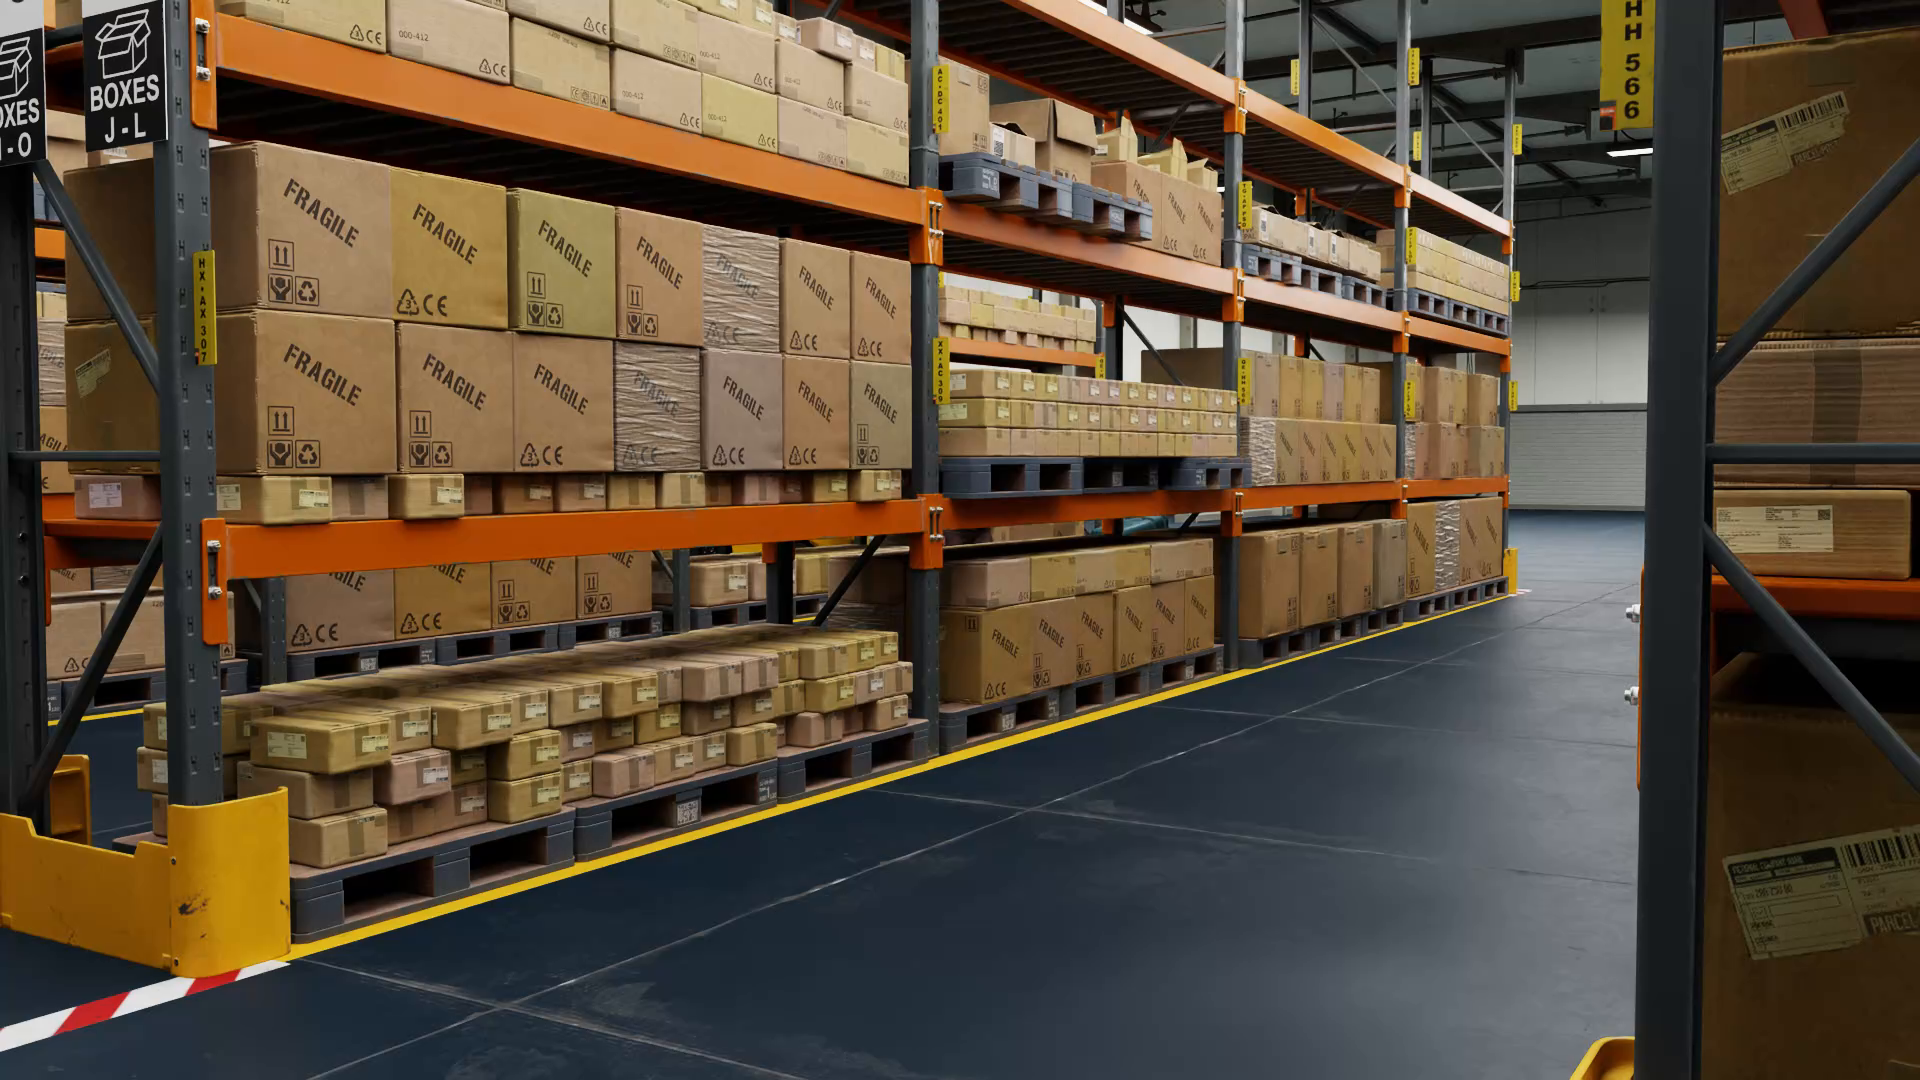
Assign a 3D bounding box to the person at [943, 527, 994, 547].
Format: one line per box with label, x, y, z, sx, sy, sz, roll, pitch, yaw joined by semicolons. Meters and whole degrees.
person;0.065;-0.001;13.599;0.562;1.781;0.447;-1;3;-22
